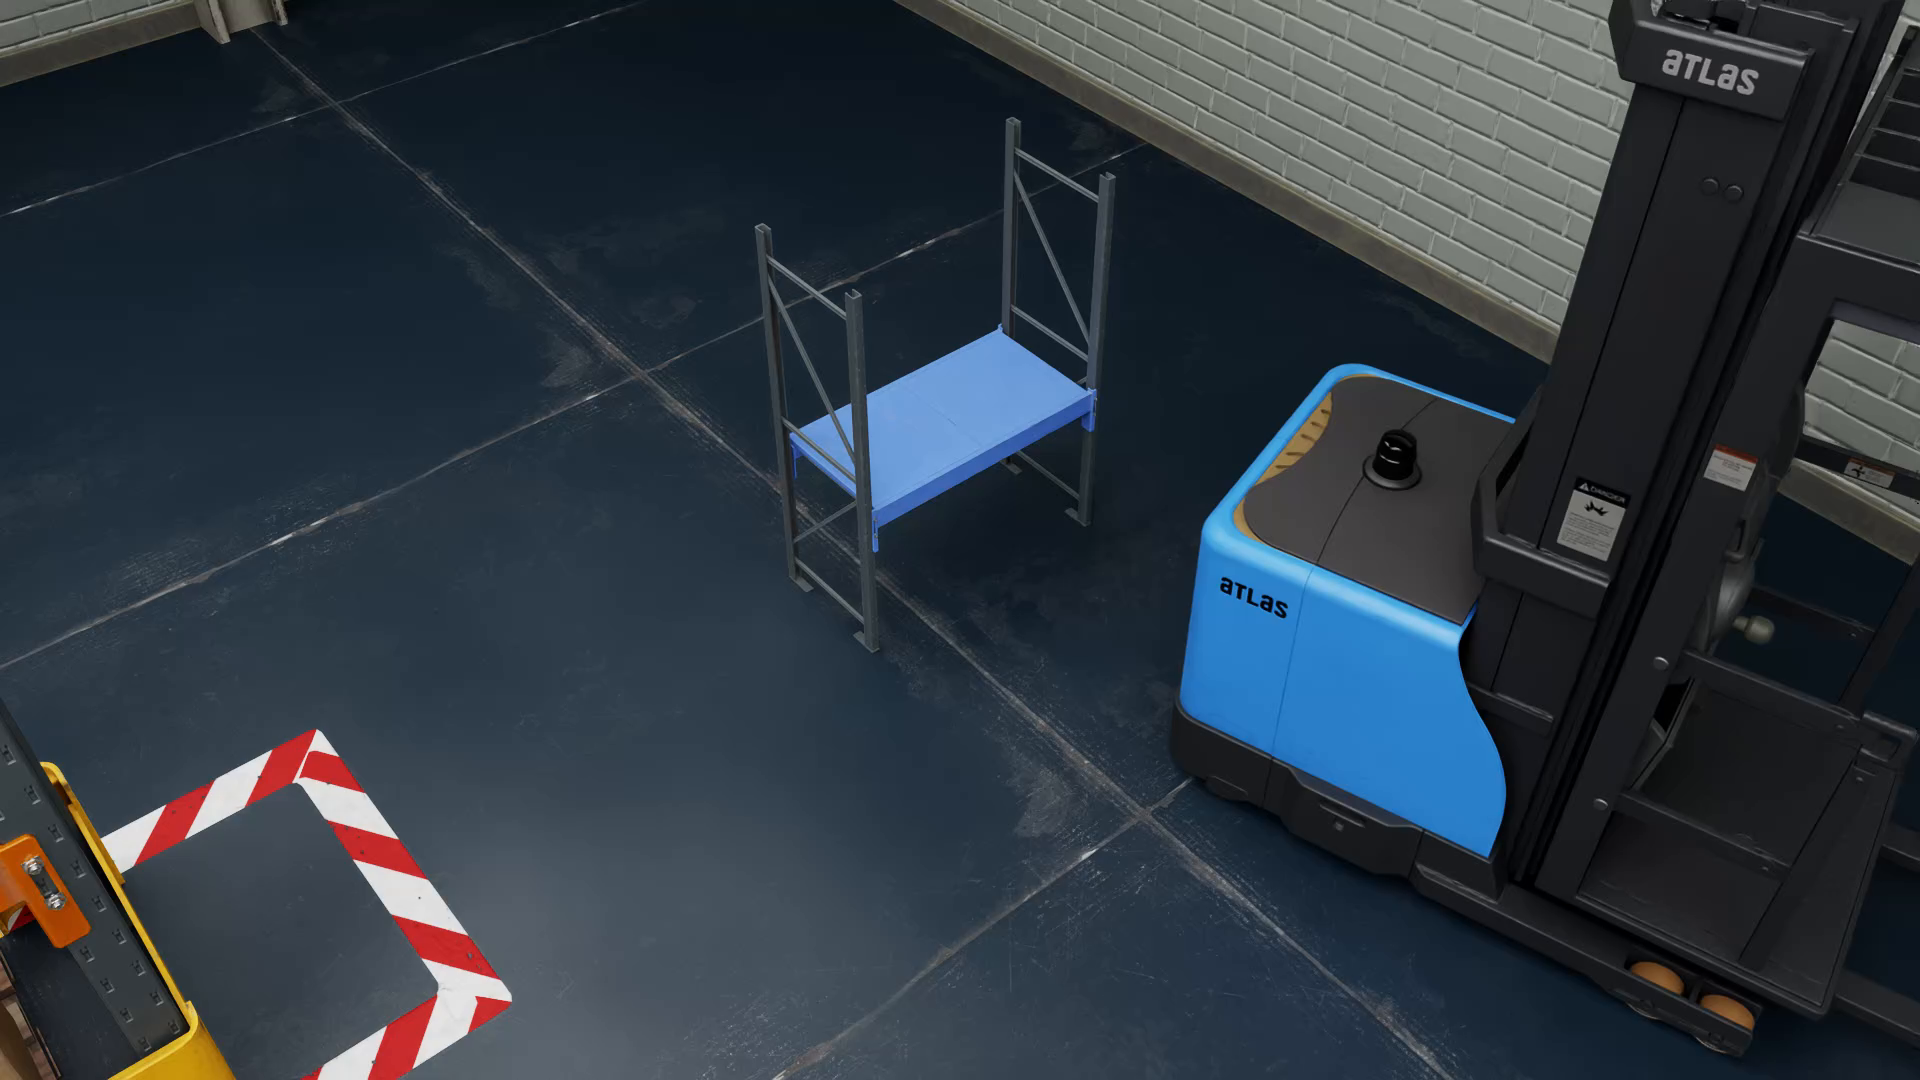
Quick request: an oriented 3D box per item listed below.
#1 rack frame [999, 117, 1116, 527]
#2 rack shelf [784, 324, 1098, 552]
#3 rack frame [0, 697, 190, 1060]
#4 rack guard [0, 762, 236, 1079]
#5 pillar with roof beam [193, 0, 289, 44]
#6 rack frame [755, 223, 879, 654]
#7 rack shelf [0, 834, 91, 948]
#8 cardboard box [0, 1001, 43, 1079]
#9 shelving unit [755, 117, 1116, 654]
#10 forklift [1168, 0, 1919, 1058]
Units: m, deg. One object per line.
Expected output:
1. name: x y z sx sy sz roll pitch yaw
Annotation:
1. rack frame: 0.325 -0.733 5.934 0.032 1.500 0.500 -30 51 -28
2. rack shelf: -0.065 -0.378 5.820 1.000 0.185 0.538 -30 51 -28
3. rack frame: -2.352 0.247 3.796 0.127 3.000 1.000 -30 51 -28
4. rack guard: -2.411 1.191 4.616 0.348 0.500 1.175 -30 51 -28
5. pillar with roof beam: -1.255 -3.919 3.850 0.400 9.000 9.100 -30 51 -28
6. rack frame: -0.455 -0.286 5.459 0.032 1.500 0.500 -30 51 -28
7. rack shelf: -3.886 1.388 3.107 4.000 0.370 1.077 -30 51 -28
8. cardboard box: -2.611 1.366 4.109 0.500 0.500 0.500 -30 51 -28
9. shelving unit: -0.065 -0.509 5.697 1.048 1.500 0.538 -30 51 -28
10. forklift: 2.189 -0.039 4.151 3.031 2.935 1.130 24 48 24
